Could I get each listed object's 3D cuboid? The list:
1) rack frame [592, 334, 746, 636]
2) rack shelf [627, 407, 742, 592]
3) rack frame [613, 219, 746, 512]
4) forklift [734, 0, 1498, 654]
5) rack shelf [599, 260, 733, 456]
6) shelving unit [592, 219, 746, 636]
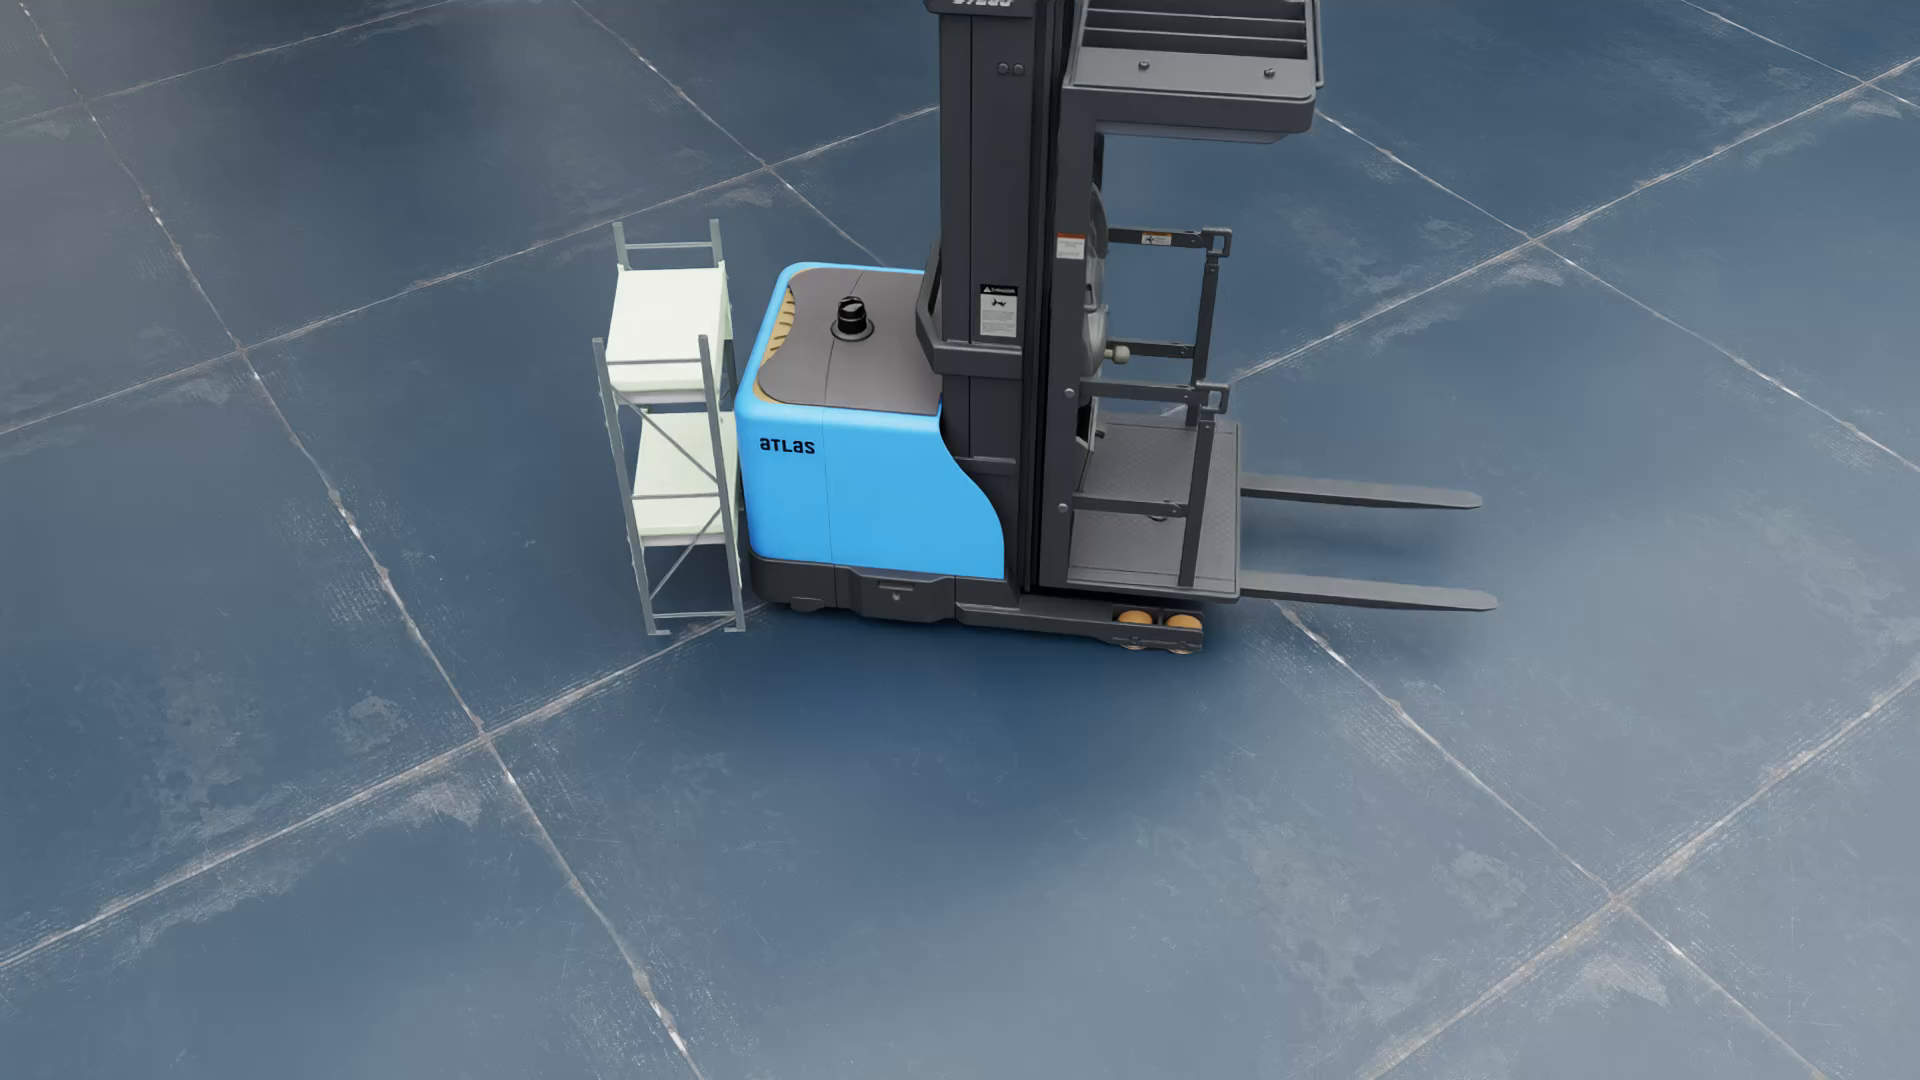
[{"bbox_3d":[-1.082,-0.163,6.326,0.400,1.500,0.023,-2,44,-2],"label":"rack frame"},{"bbox_3d":[-1.102,-0.180,6.815,0.431,0.370,0.720,-2,44,-2],"label":"rack shelf"},{"bbox_3d":[-1.122,-0.668,6.855,0.400,1.500,0.023,-2,44,-2],"label":"rack frame"},{"bbox_3d":[0.687,-0.988,6.154,3.031,2.935,1.130,5,44,5],"label":"forklift"},{"bbox_3d":[-1.102,-0.698,6.321,0.431,0.370,0.720,-2,44,-2],"label":"rack shelf"},{"bbox_3d":[-1.102,-0.416,6.590,0.431,1.500,0.755,-2,44,-2],"label":"shelving unit"}]
